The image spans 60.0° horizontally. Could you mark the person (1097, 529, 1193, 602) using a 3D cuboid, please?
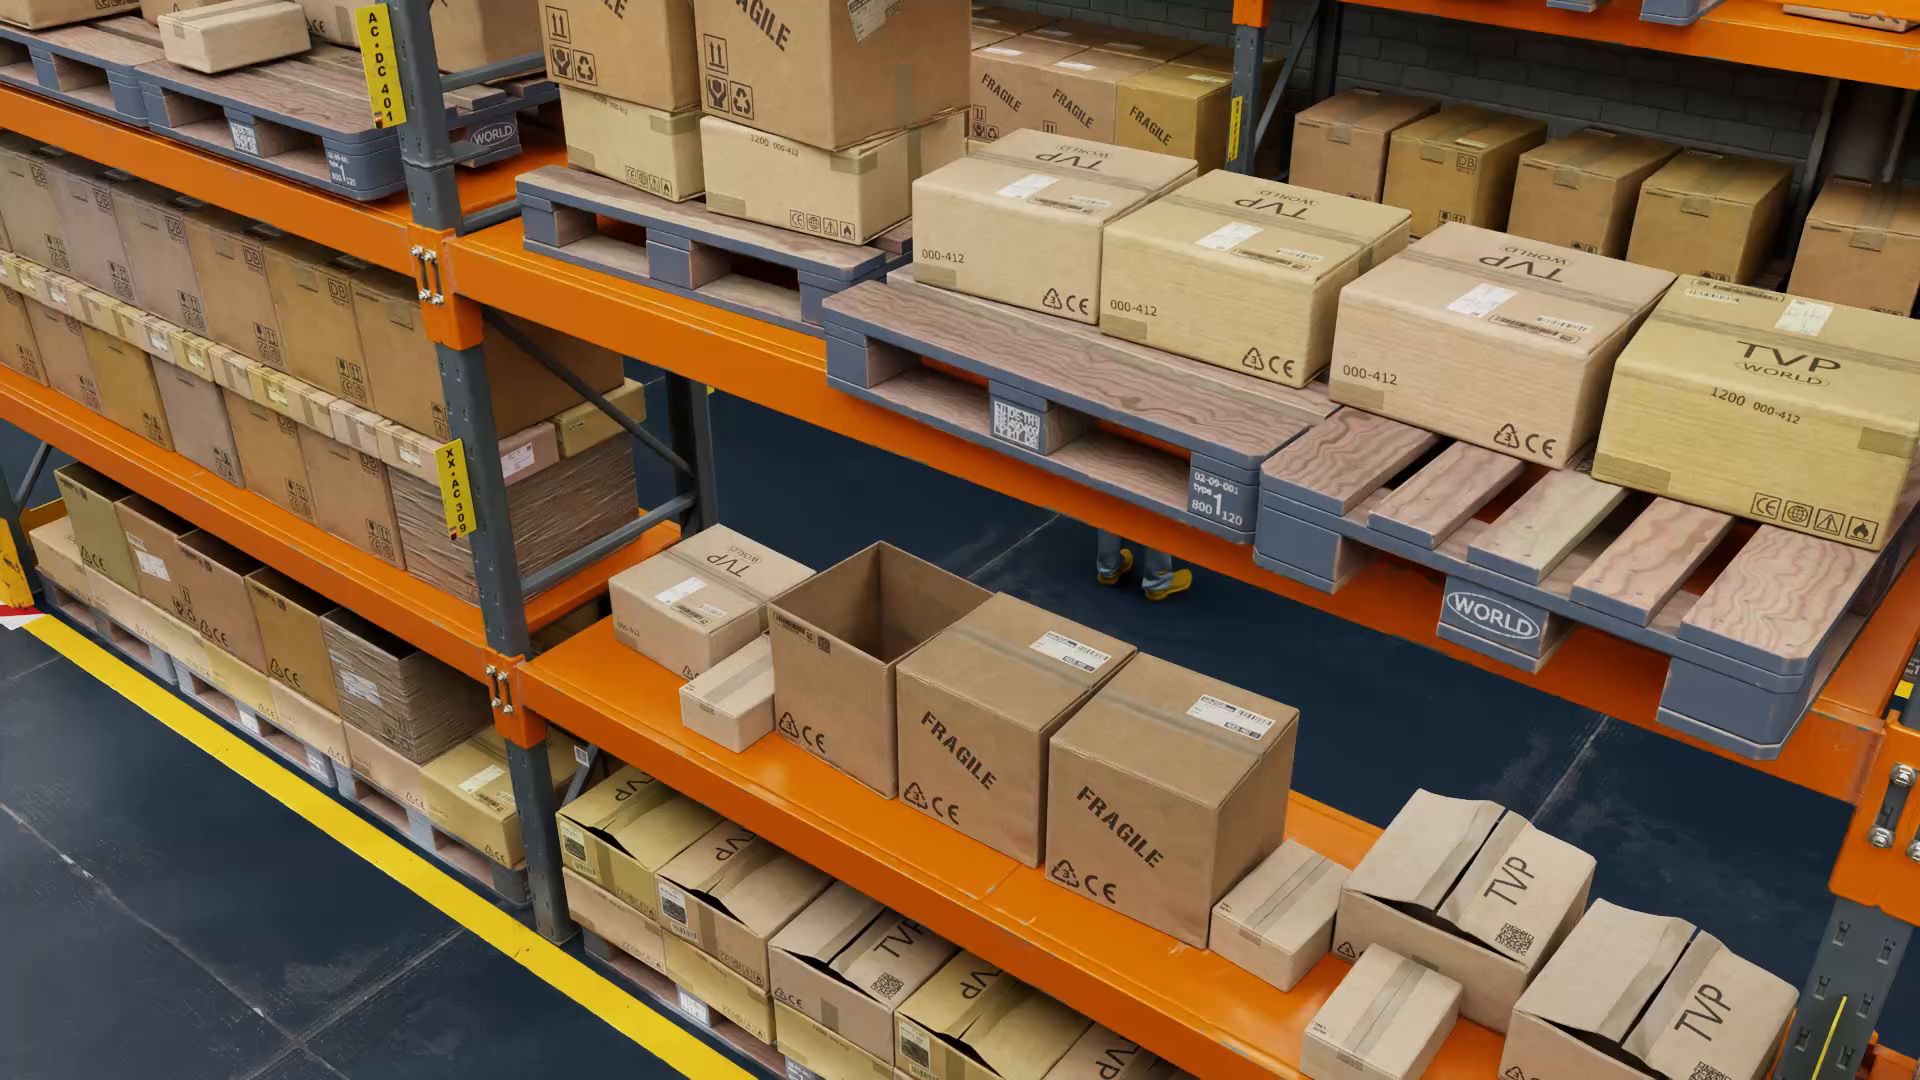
[{"bbox_3d":[0.877,-0.544,8.027,0.597,1.763,0.439,20,36,30],"label":"person"}]
